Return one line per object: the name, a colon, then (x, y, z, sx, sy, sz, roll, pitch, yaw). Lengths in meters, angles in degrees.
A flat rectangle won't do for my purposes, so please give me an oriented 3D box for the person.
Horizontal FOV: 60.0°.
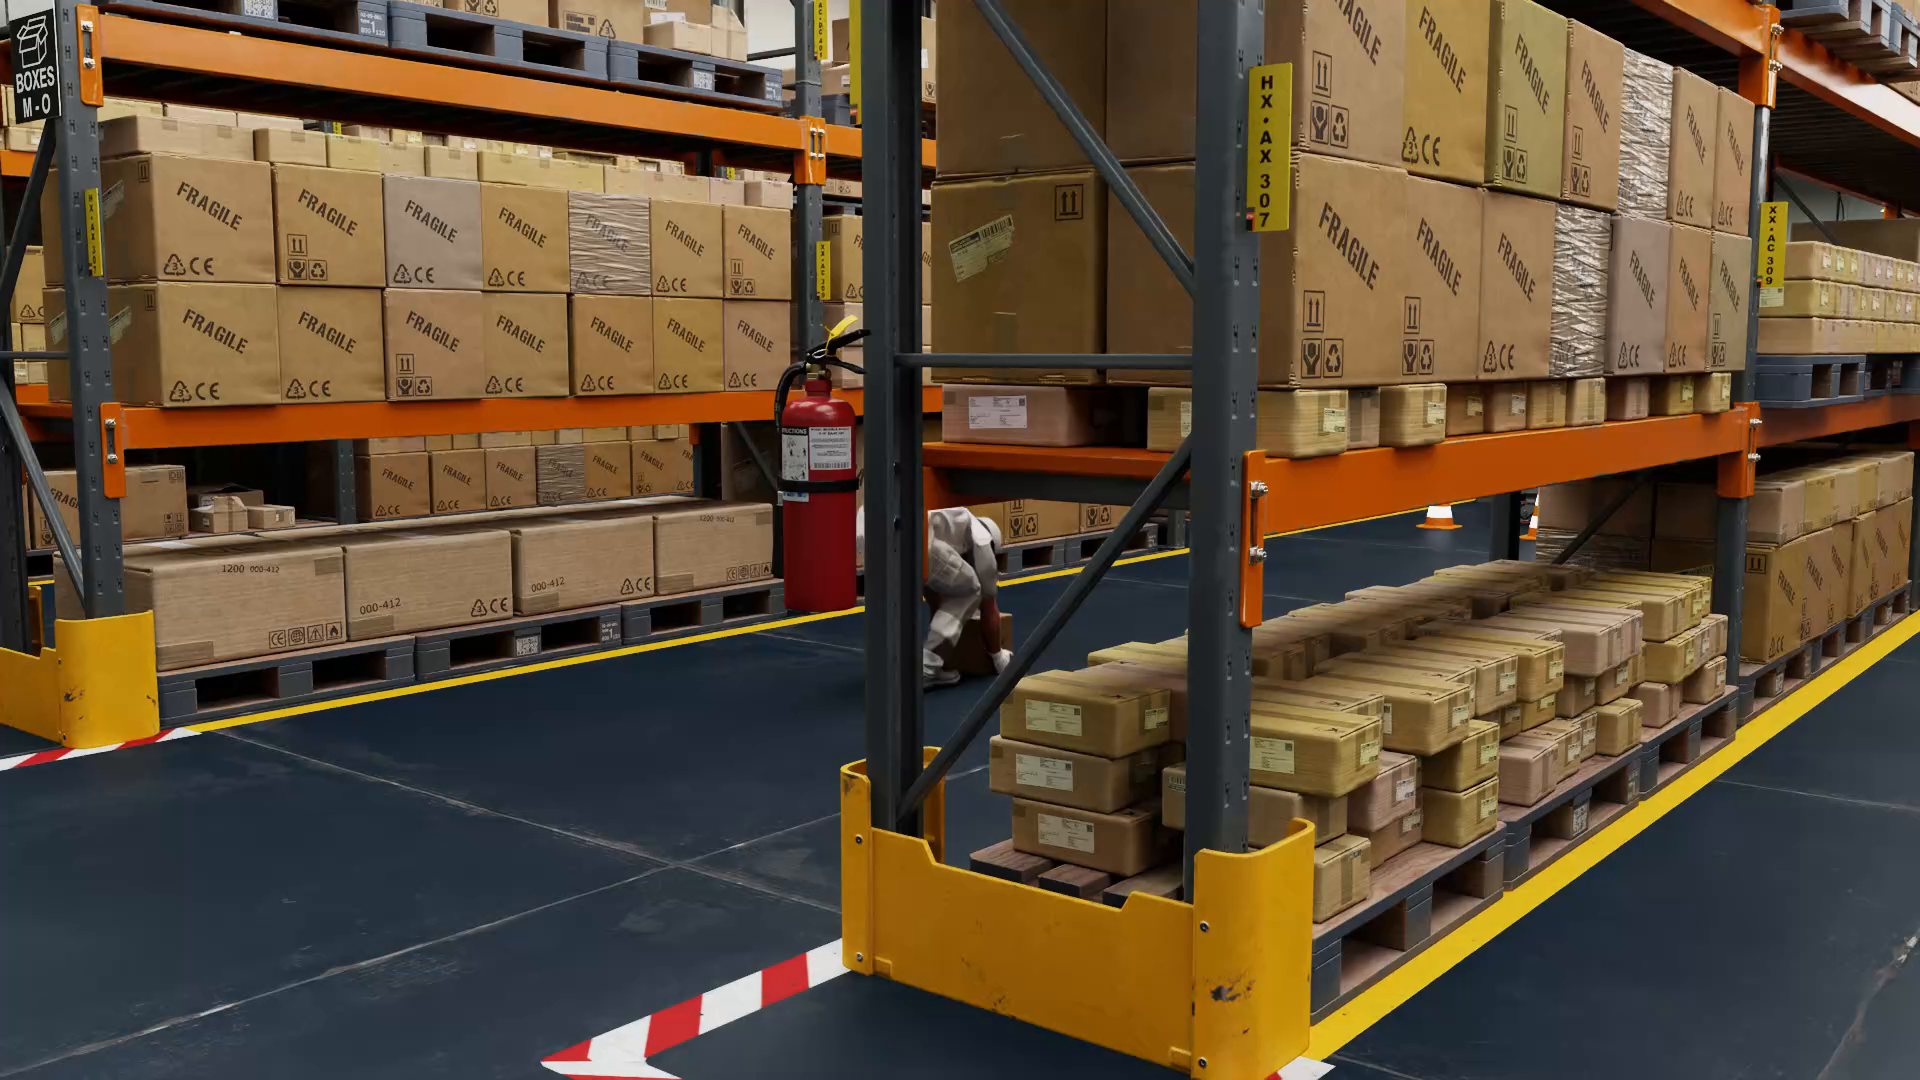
person: (-0.119, 0.208, 7.751, 0.537, 0.915, 0.956, 5, 8, 36)
